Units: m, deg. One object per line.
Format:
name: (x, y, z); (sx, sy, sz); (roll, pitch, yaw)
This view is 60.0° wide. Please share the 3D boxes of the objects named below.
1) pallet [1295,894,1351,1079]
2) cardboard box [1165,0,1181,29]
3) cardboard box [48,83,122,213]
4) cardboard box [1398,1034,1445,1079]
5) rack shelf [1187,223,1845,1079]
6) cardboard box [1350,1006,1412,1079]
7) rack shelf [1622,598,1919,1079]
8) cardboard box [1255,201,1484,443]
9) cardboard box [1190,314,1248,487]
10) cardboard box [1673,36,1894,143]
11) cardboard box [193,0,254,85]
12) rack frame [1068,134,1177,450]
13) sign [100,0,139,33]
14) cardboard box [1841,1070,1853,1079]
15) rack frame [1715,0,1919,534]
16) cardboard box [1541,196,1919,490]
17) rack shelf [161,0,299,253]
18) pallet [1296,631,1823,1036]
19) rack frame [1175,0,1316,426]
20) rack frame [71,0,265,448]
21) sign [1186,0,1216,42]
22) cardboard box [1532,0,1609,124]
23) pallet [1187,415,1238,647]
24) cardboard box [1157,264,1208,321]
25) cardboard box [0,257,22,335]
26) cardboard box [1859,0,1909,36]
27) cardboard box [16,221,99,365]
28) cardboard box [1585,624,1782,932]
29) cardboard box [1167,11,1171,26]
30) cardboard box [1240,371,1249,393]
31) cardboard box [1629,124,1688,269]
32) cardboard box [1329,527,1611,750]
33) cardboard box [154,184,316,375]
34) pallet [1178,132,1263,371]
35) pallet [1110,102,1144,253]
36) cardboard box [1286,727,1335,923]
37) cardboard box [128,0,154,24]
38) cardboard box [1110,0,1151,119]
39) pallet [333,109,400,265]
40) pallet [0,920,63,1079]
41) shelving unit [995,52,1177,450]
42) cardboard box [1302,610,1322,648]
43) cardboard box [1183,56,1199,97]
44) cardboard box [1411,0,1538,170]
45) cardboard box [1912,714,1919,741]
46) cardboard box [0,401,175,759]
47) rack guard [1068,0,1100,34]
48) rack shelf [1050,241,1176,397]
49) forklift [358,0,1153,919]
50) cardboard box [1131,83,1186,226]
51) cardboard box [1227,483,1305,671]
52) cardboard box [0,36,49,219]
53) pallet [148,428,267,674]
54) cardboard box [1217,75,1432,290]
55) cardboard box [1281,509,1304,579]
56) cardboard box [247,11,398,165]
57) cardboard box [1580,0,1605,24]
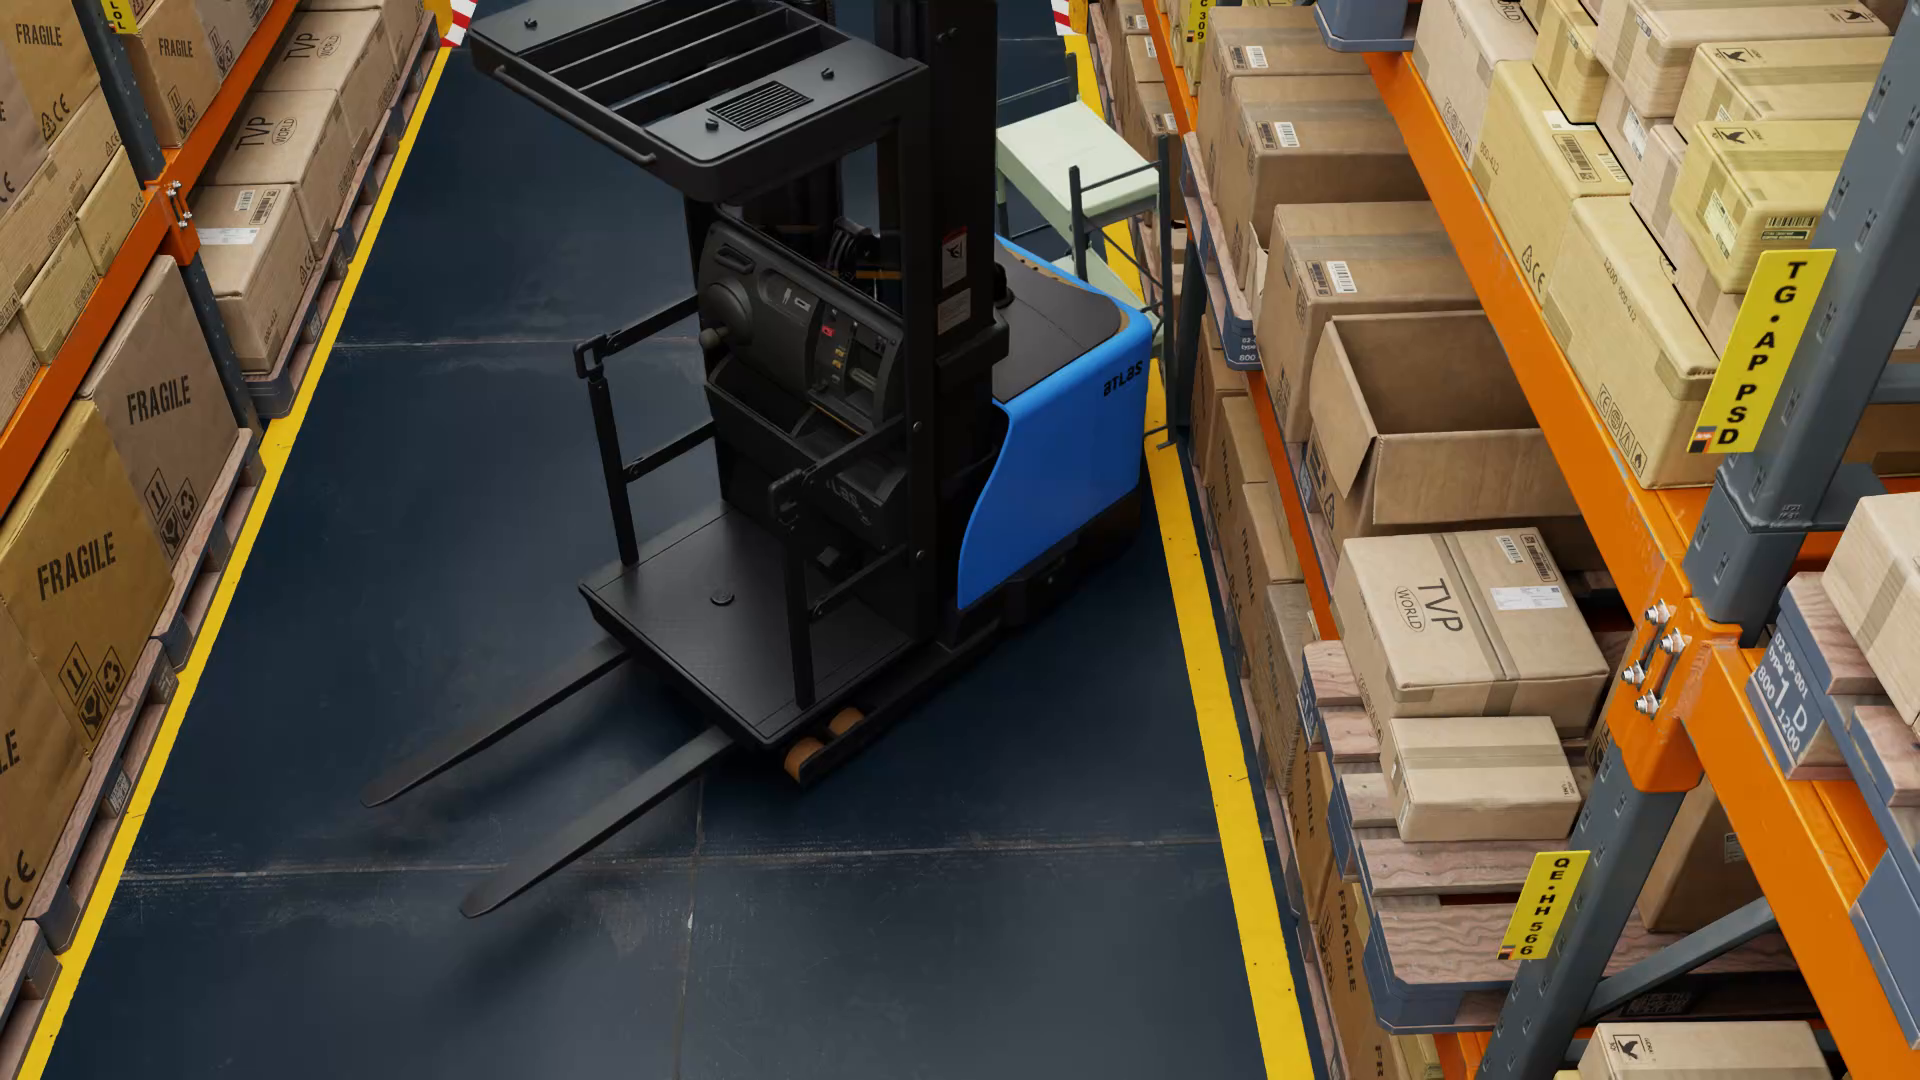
pallet: (1.603, 1.563, 4.889); (1.003, 0.211, 1.213); (-2, 43, -2)
cardboard box: (1.126, -2.389, 7.028); (0.500, 0.250, 0.500); (-2, 43, -2)
cardboard box: (-3.270, -1.354, 5.748); (0.500, 0.250, 0.500); (-2, 43, -2)
cardboard box: (1.323, 1.241, 4.235); (0.380, 0.149, 0.250); (-4, 43, -4)
rack shelf: (1.512, -0.045, 5.112); (1.077, 0.370, 4.000); (-2, 43, -2)
cardboard box: (1.364, 1.527, 4.403); (0.500, 0.500, 0.500); (-1, 43, -1)
rack shelf: (1.682, 1.550, 1.152); (1.077, 0.370, 4.000); (-2, 43, -2)
cardboard box: (1.280, -0.640, 4.843); (0.700, 0.500, 0.500); (-2, 43, -2)
cardboard box: (1.223, -0.561, 6.681); (0.500, 0.500, 0.500); (0, 43, 0)
cardboard box: (1.381, -0.671, 2.638); (0.380, 0.149, 0.250); (-3, 43, -3)
cardboard box: (-3.307, -2.216, 6.874); (0.500, 0.500, 0.500); (-1, 43, -2)
rack frame: (0.660, -0.879, 6.555); (0.400, 1.500, 0.023); (-22, 46, -13)
sign: (-2.990, -1.935, 5.843); (0.100, 0.325, 0.005); (-2, 43, -2)
cardboard box: (1.894, 1.206, 2.955); (0.500, 0.250, 0.500); (-1, 43, -1)
rack frame: (1.597, -1.172, 1.368); (1.000, 3.000, 0.127); (-2, 43, -2)
cardboard box: (1.333, -0.350, 2.803); (0.500, 0.250, 0.500); (-3, 43, -3)
rack shelf: (-3.617, -2.600, 7.900); (1.077, 0.370, 4.000); (-2, 43, -2)
pallet: (1.498, 0.655, 3.957); (1.213, 0.211, 1.003); (-2, 43, -2)
rack frame: (1.427, -1.660, 6.342); (1.000, 3.000, 0.127); (-2, 43, -2)
rack frame: (-3.532, -1.515, 6.183); (1.000, 3.000, 0.127); (-2, 43, -2)
sign: (0.885, -1.959, 6.026); (0.100, 0.325, 0.005); (-2, 43, -2)
cardboard box: (1.310, -0.910, 3.119); (0.380, 0.149, 0.250); (-2, 43, -2)
pallet: (1.499, -0.084, 6.686); (1.003, 0.211, 1.213); (-2, 43, -2)
cardboard box: (1.110, -1.132, 7.564); (0.380, 0.149, 0.250); (-3, 43, -3)
cardboard box: (-3.214, -0.667, 4.999); (0.500, 0.250, 0.500); (-1, 43, -1)
cardboard box: (1.805, -1.042, 3.043); (0.380, 0.149, 0.250); (0, 43, 0)
cardboard box: (-3.240, -0.821, 5.536); (0.500, 0.250, 0.500); (-2, 43, -2)
cardboard box: (1.731, 0.496, 3.604); (0.500, 0.500, 0.500); (0, 43, 0)
cardboard box: (1.109, -2.304, 7.229); (0.380, 0.149, 0.250); (-1, 43, -1)
cardboard box: (1.266, -0.698, 6.351); (0.380, 0.149, 0.250); (-3, 43, -3)
cardboard box: (1.350, -0.565, 2.743); (0.380, 0.149, 0.250); (-3, 43, -3)
cardboard box: (1.229, 0.237, 4.071); (0.500, 0.250, 0.500); (-3, 43, -4)
cardboard box: (-3.451, -1.153, 7.373); (0.875, 0.438, 0.875); (-2, 43, -2)
pallet: (1.352, -1.047, 5.815); (1.003, 0.211, 1.213); (-2, 43, -2)
pallet: (1.344, -1.922, 8.690); (1.003, 0.211, 1.213); (-2, 43, -2)
cardboard box: (1.329, 0.836, 5.157); (0.500, 0.500, 0.500); (0, 43, 0)
cardboard box: (-3.310, -2.249, 6.170); (0.500, 0.500, 0.500); (-1, 43, -2)
cardboard box: (1.186, -2.600, 8.906); (0.700, 0.500, 0.500); (0, 43, 0)
pallet: (-3.541, -1.829, 8.589); (1.003, 0.211, 1.213); (-2, 43, -2)
pallet: (-3.320, 1.678, 4.763); (1.003, 0.211, 1.213); (-2, 43, -2)
shelving unit: (0.509, -1.102, 6.804); (0.431, 1.500, 0.755); (-22, 46, -13)
cardboard box: (1.295, 0.345, 5.212); (0.380, 0.149, 0.250); (-4, 43, -4)
cardboard box: (1.129, -1.951, 6.845); (0.380, 0.149, 0.250); (-1, 43, -1)
cardboard box: (1.289, -1.027, 3.542); (0.500, 0.250, 0.500); (-2, 43, -2)
cardboard box: (1.384, 0.202, 1.631); (0.500, 0.500, 0.500); (-1, 43, -1)
cardboard box: (-3.379, 0.139, 5.640); (0.875, 0.875, 0.875); (-1, 43, -1)
rack guard: (1.261, -3.388, 10.076); (1.175, 0.500, 0.348); (-2, 43, -2)
rack shelf: (0.546, -0.872, 7.032); (0.431, 0.370, 0.720); (-22, 46, -13)
forklift: (-0.680, -0.625, 5.263); (3.031, 2.935, 1.130); (-34, 52, -31)
cardboard box: (1.230, -1.900, 8.142); (0.700, 0.500, 0.500); (-3, 43, -3)
cardboard box: (1.272, 0.135, 5.921); (0.500, 0.500, 0.500); (-3, 43, -3)
cardboard box: (-3.233, -1.277, 5.110); (0.500, 0.500, 0.500); (-1, 43, -1)
pallet: (-3.424, 0.031, 6.560); (1.003, 0.211, 1.213); (-2, 43, -2)
cardboard box: (1.246, -1.170, 5.421); (0.700, 0.500, 0.500); (-1, 43, -1)
cardboard box: (1.295, -0.003, 5.593); (0.380, 0.149, 0.250); (0, 43, 0)
cardboard box: (-3.527, -2.366, 8.697); (0.875, 0.438, 0.875); (-1, 43, -1)
cardboard box: (1.351, -1.022, 3.021); (0.380, 0.149, 0.250); (-2, 43, -2)
